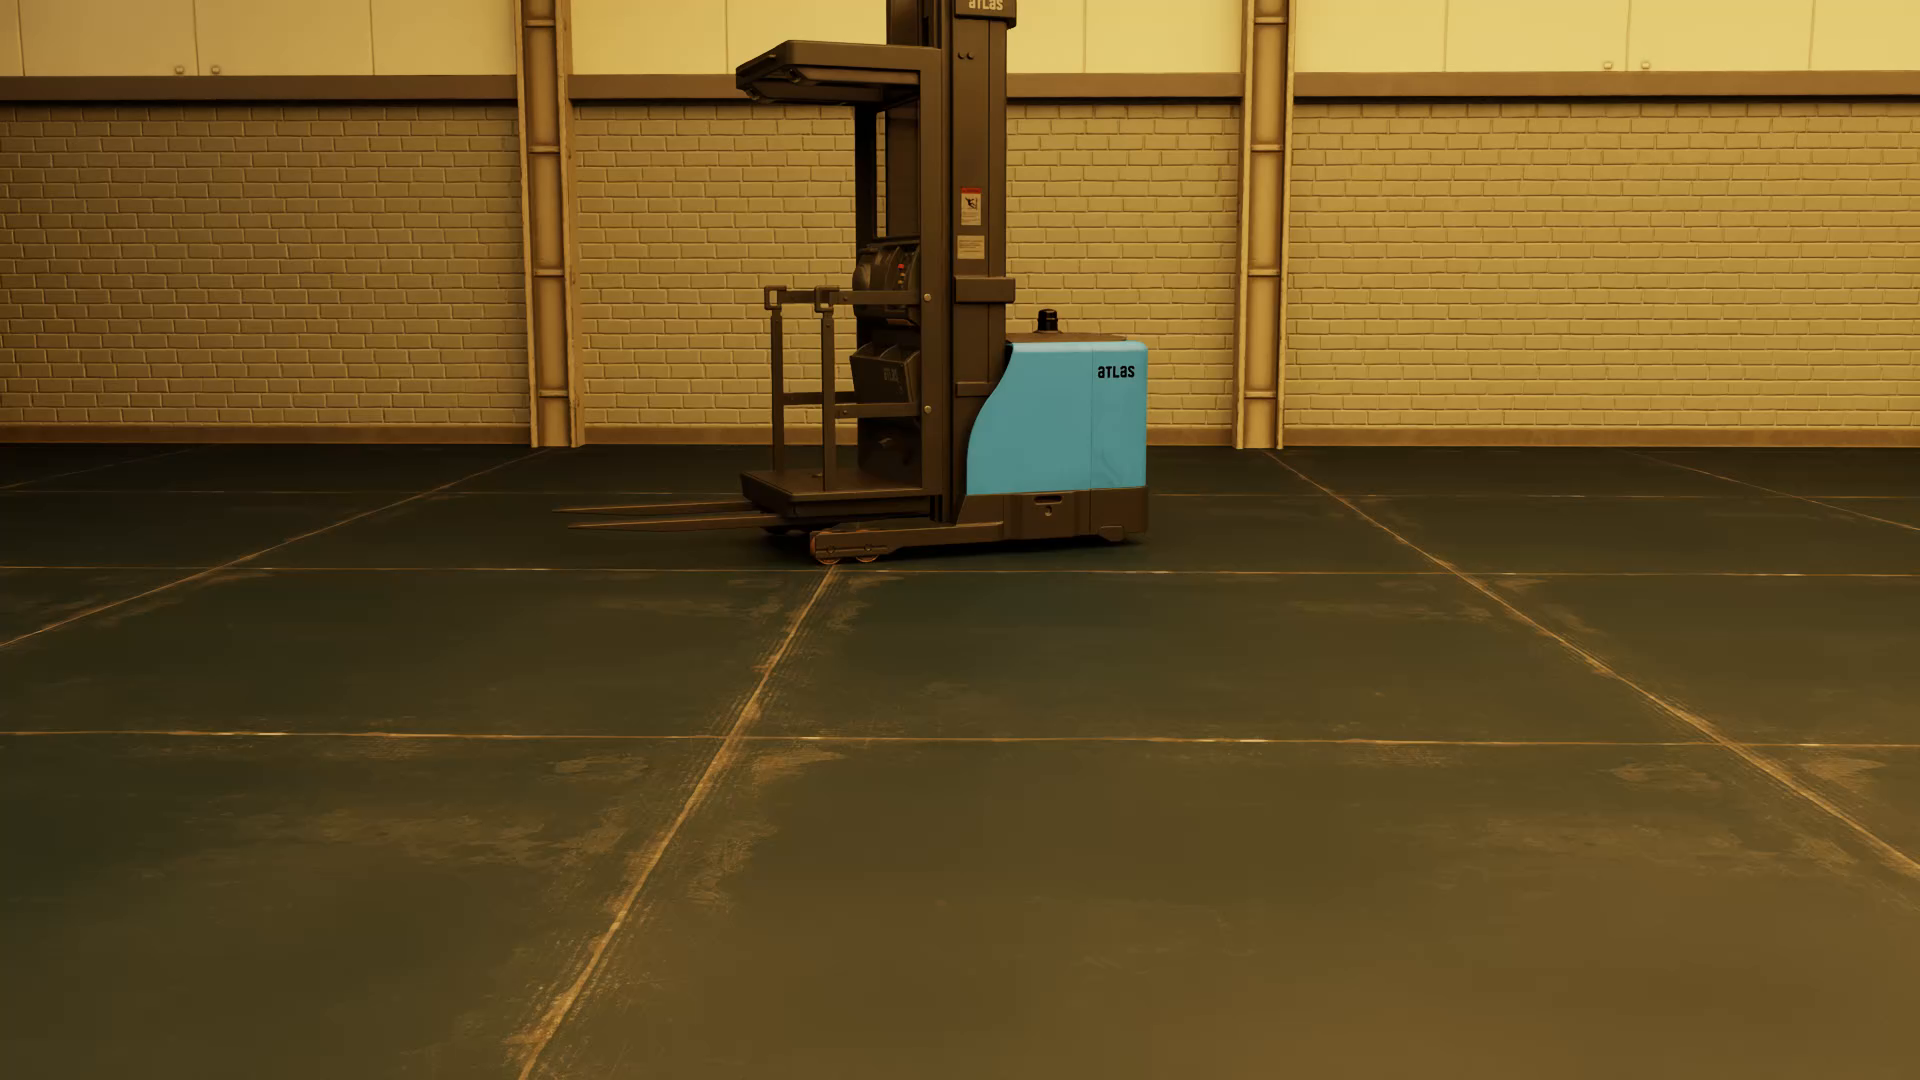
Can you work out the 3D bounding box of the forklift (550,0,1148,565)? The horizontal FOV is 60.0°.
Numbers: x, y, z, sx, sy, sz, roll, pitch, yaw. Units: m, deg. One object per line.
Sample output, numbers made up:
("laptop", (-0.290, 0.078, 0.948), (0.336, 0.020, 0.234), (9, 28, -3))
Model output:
("forklift", (-0.569, -1.416, 8.568), (3.031, 2.935, 1.130), (-3, 9, -20))
